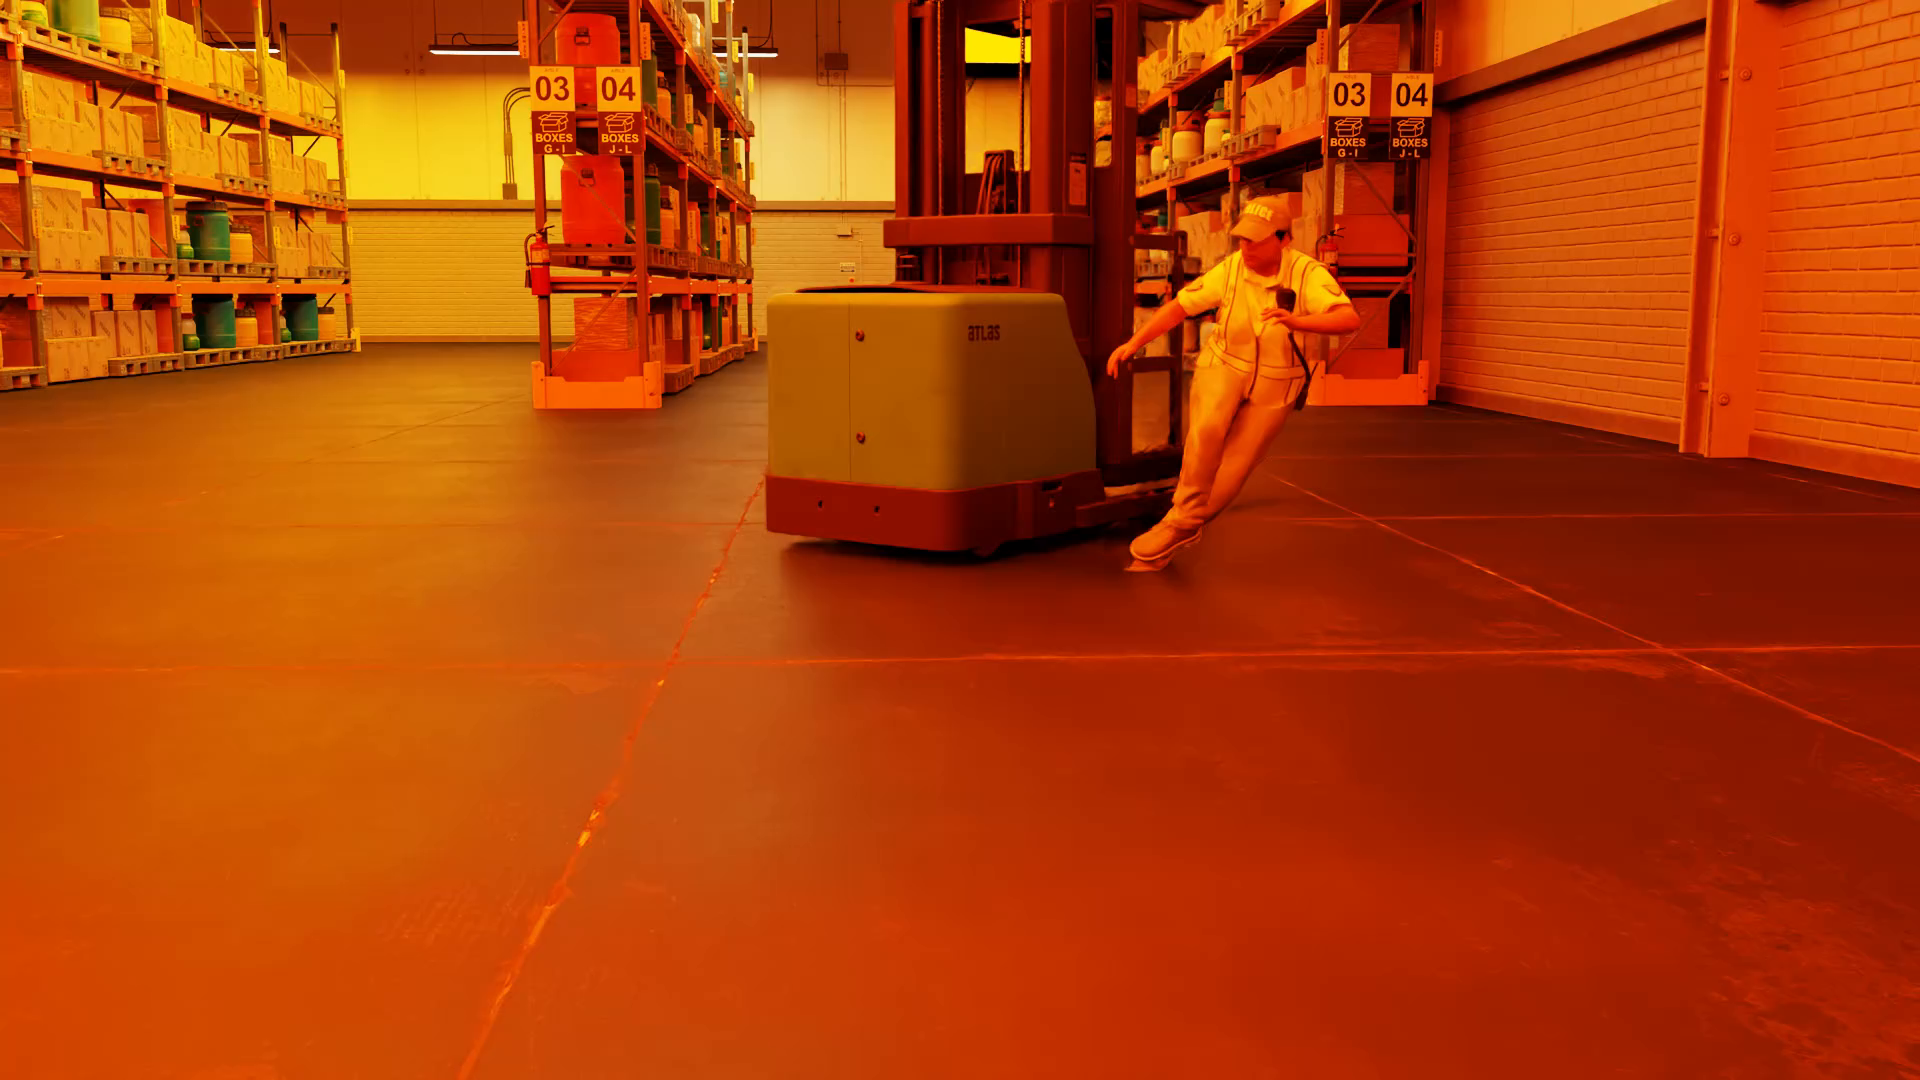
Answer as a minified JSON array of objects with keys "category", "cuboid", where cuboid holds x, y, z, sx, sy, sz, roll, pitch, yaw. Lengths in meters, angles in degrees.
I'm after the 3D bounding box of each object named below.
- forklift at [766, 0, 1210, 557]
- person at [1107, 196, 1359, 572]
[{"category":"forklift","cuboid":[0.461,-1.551,7.777,1.130,2.935,3.031,6,11,37]},{"category":"person","cuboid":[1.009,-0.556,6.263,0.913,1.443,0.867,1,9,8]}]
